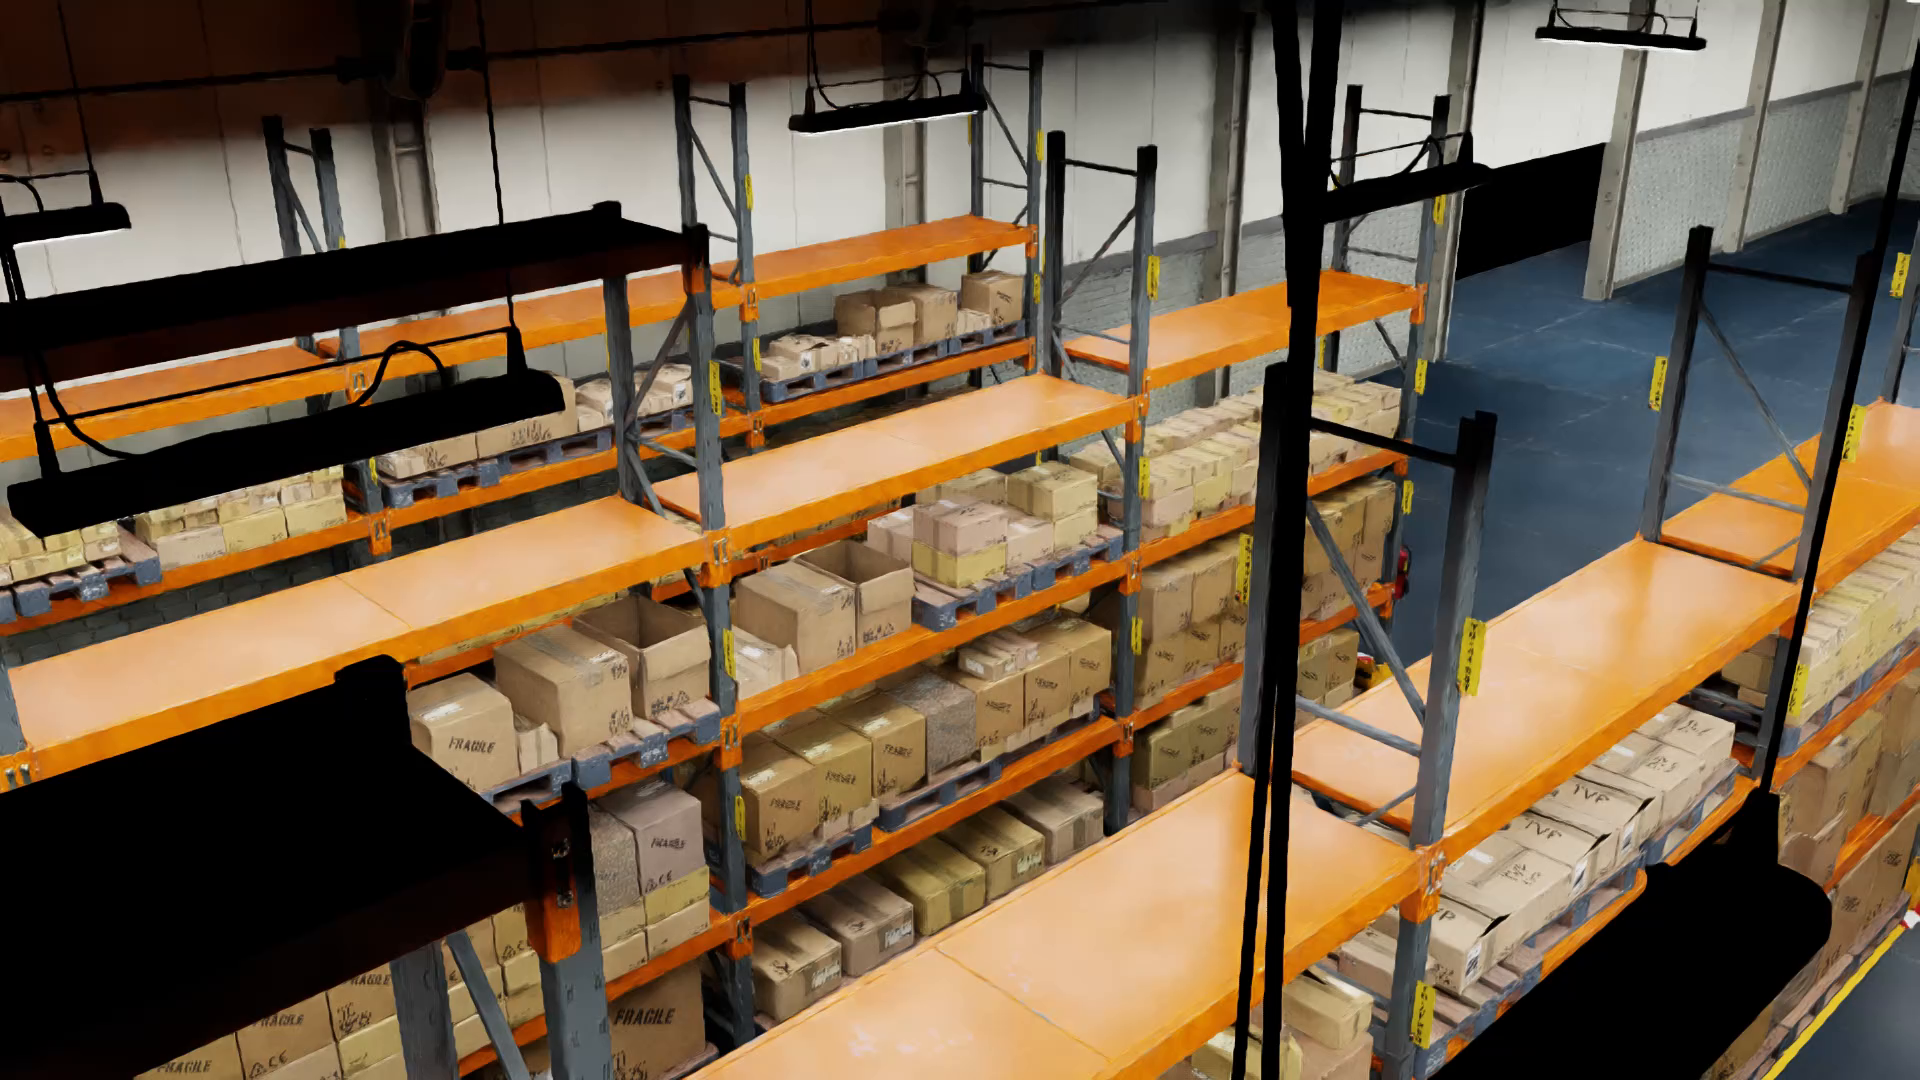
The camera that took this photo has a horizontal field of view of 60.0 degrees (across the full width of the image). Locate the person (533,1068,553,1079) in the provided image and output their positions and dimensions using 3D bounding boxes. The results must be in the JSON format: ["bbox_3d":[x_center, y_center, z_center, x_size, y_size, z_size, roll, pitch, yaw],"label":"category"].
[{"bbox_3d":[-2.255,3.751,9.561,0.585,1.659,0.545,-9,24,-22],"label":"person"}]
